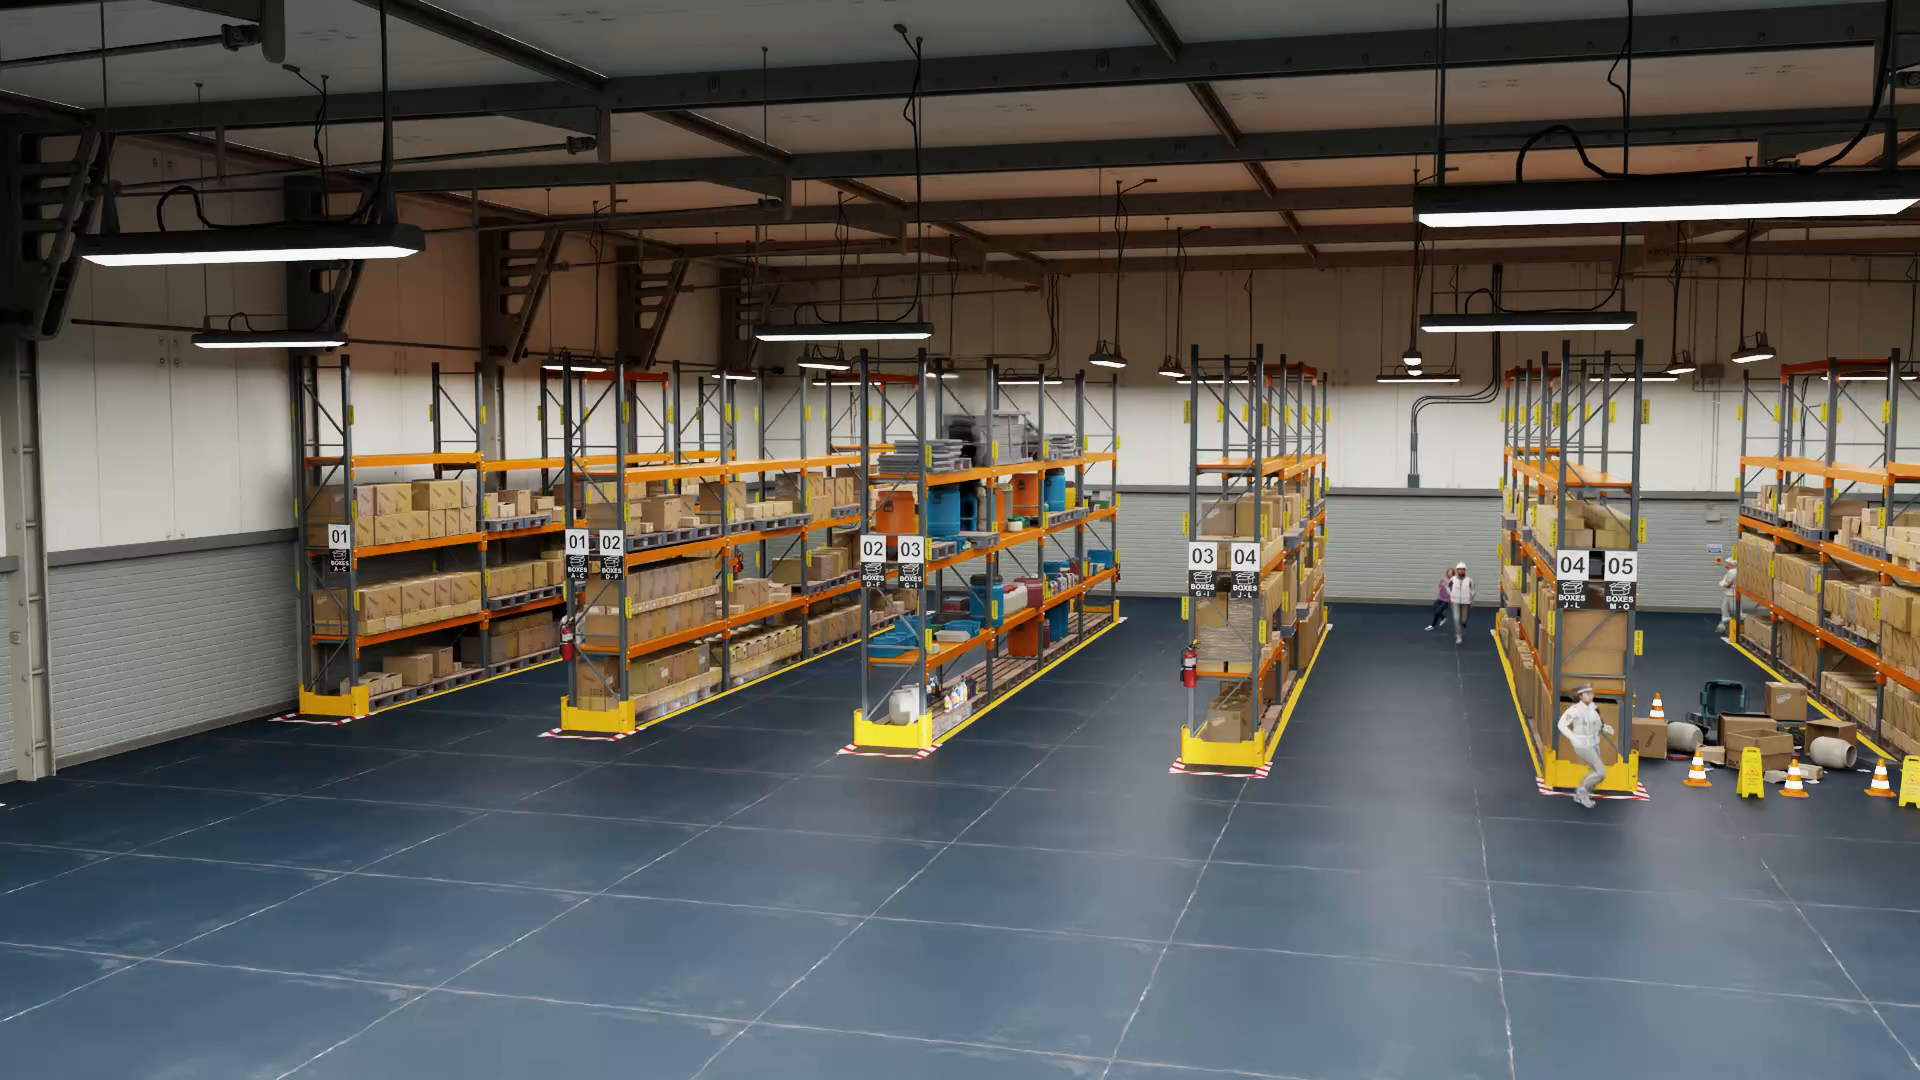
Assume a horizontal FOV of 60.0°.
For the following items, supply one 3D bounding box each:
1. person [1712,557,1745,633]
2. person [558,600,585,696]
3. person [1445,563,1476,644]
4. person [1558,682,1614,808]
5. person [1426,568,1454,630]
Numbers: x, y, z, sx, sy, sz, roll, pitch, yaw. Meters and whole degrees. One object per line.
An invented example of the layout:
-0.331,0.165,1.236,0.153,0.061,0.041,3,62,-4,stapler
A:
17.625,1.288,37.872,0.893,1.811,0.674,2,5,30,person
-6.922,1.897,29.852,0.575,1.685,0.938,1,4,9,person
11.073,1.385,36.797,0.662,1.760,0.805,1,4,16,person
7.956,2.605,21.057,0.621,1.641,0.572,-4,6,-41,person
11.265,1.375,38.638,0.568,1.484,0.672,-3,5,-39,person
